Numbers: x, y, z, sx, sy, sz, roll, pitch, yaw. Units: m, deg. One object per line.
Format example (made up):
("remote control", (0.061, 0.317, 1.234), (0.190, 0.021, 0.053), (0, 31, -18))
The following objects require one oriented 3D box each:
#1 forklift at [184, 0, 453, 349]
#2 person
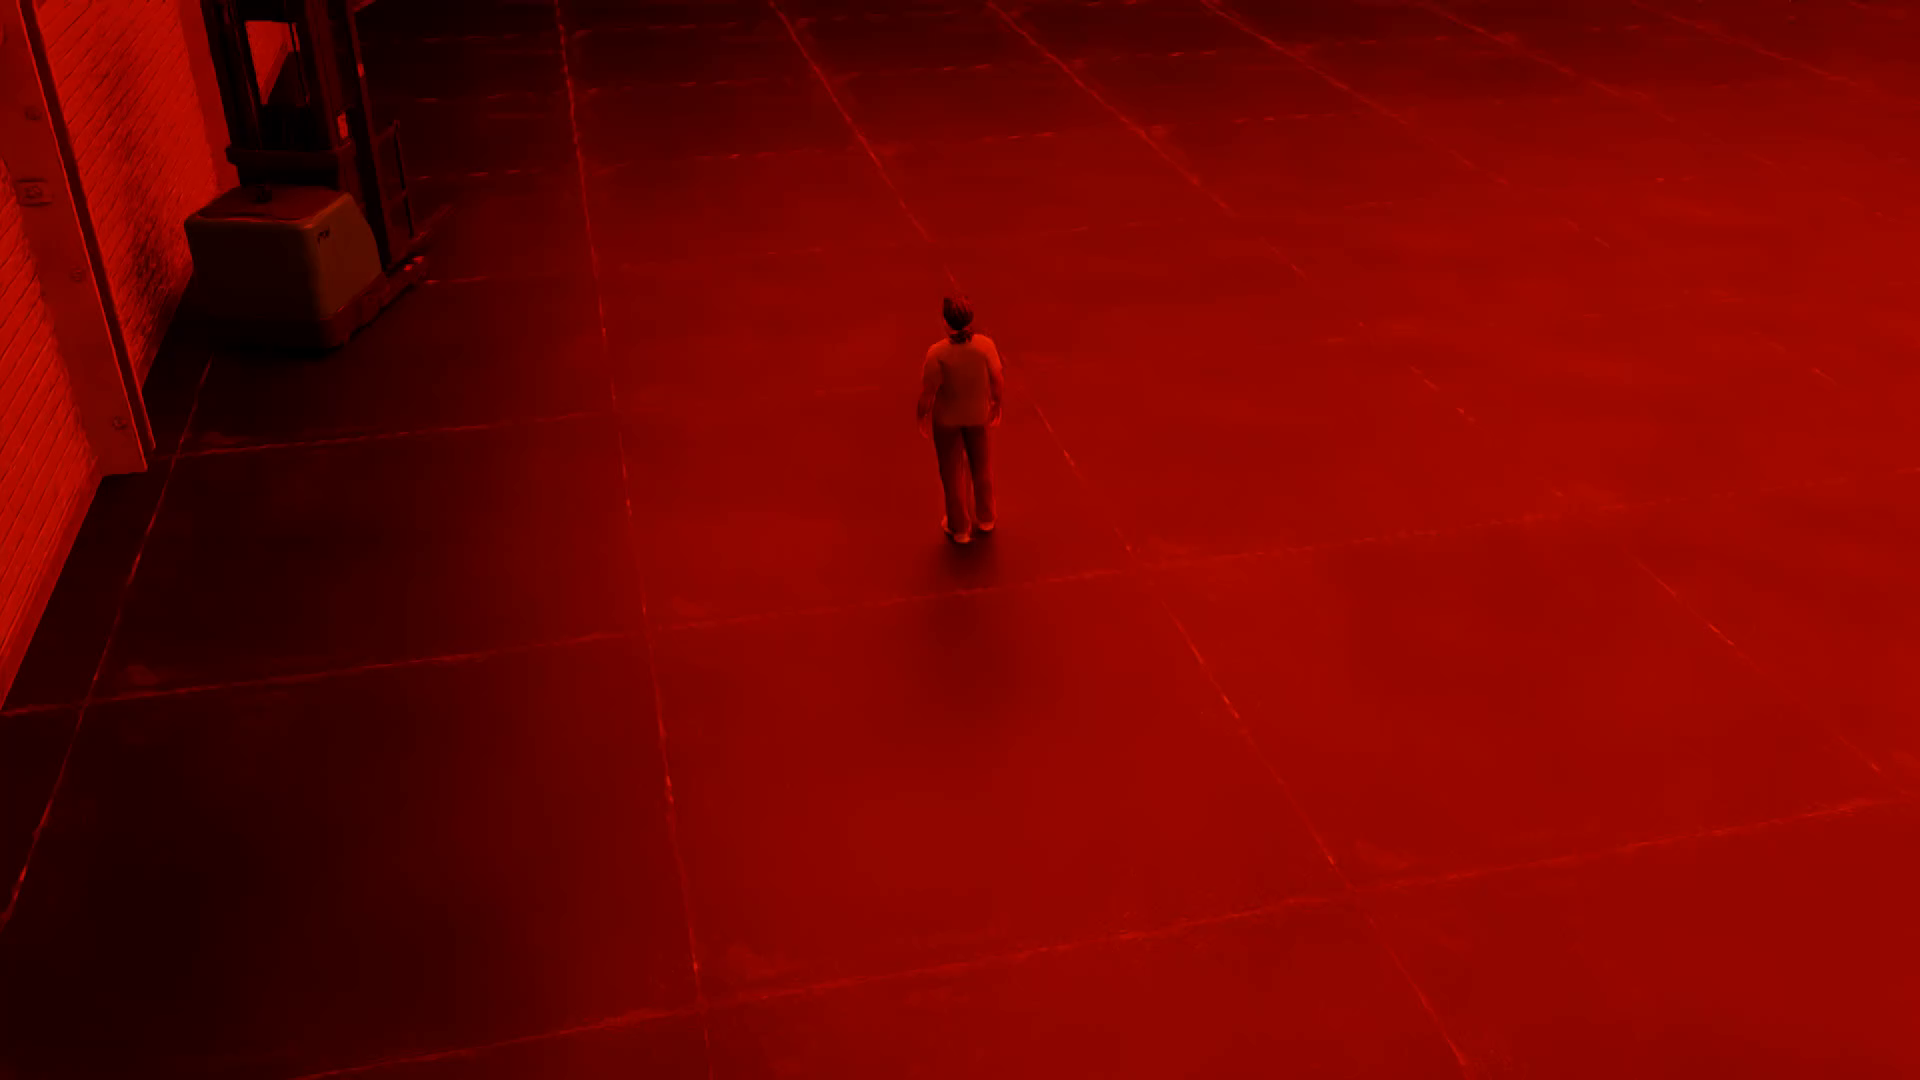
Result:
("forklift", (-5.219, -3.468, 13.566), (1.130, 2.935, 3.031), (3, 30, 6))
("person", (-0.007, -0.769, 10.141), (0.554, 1.674, 0.548), (-7, 31, -12))
